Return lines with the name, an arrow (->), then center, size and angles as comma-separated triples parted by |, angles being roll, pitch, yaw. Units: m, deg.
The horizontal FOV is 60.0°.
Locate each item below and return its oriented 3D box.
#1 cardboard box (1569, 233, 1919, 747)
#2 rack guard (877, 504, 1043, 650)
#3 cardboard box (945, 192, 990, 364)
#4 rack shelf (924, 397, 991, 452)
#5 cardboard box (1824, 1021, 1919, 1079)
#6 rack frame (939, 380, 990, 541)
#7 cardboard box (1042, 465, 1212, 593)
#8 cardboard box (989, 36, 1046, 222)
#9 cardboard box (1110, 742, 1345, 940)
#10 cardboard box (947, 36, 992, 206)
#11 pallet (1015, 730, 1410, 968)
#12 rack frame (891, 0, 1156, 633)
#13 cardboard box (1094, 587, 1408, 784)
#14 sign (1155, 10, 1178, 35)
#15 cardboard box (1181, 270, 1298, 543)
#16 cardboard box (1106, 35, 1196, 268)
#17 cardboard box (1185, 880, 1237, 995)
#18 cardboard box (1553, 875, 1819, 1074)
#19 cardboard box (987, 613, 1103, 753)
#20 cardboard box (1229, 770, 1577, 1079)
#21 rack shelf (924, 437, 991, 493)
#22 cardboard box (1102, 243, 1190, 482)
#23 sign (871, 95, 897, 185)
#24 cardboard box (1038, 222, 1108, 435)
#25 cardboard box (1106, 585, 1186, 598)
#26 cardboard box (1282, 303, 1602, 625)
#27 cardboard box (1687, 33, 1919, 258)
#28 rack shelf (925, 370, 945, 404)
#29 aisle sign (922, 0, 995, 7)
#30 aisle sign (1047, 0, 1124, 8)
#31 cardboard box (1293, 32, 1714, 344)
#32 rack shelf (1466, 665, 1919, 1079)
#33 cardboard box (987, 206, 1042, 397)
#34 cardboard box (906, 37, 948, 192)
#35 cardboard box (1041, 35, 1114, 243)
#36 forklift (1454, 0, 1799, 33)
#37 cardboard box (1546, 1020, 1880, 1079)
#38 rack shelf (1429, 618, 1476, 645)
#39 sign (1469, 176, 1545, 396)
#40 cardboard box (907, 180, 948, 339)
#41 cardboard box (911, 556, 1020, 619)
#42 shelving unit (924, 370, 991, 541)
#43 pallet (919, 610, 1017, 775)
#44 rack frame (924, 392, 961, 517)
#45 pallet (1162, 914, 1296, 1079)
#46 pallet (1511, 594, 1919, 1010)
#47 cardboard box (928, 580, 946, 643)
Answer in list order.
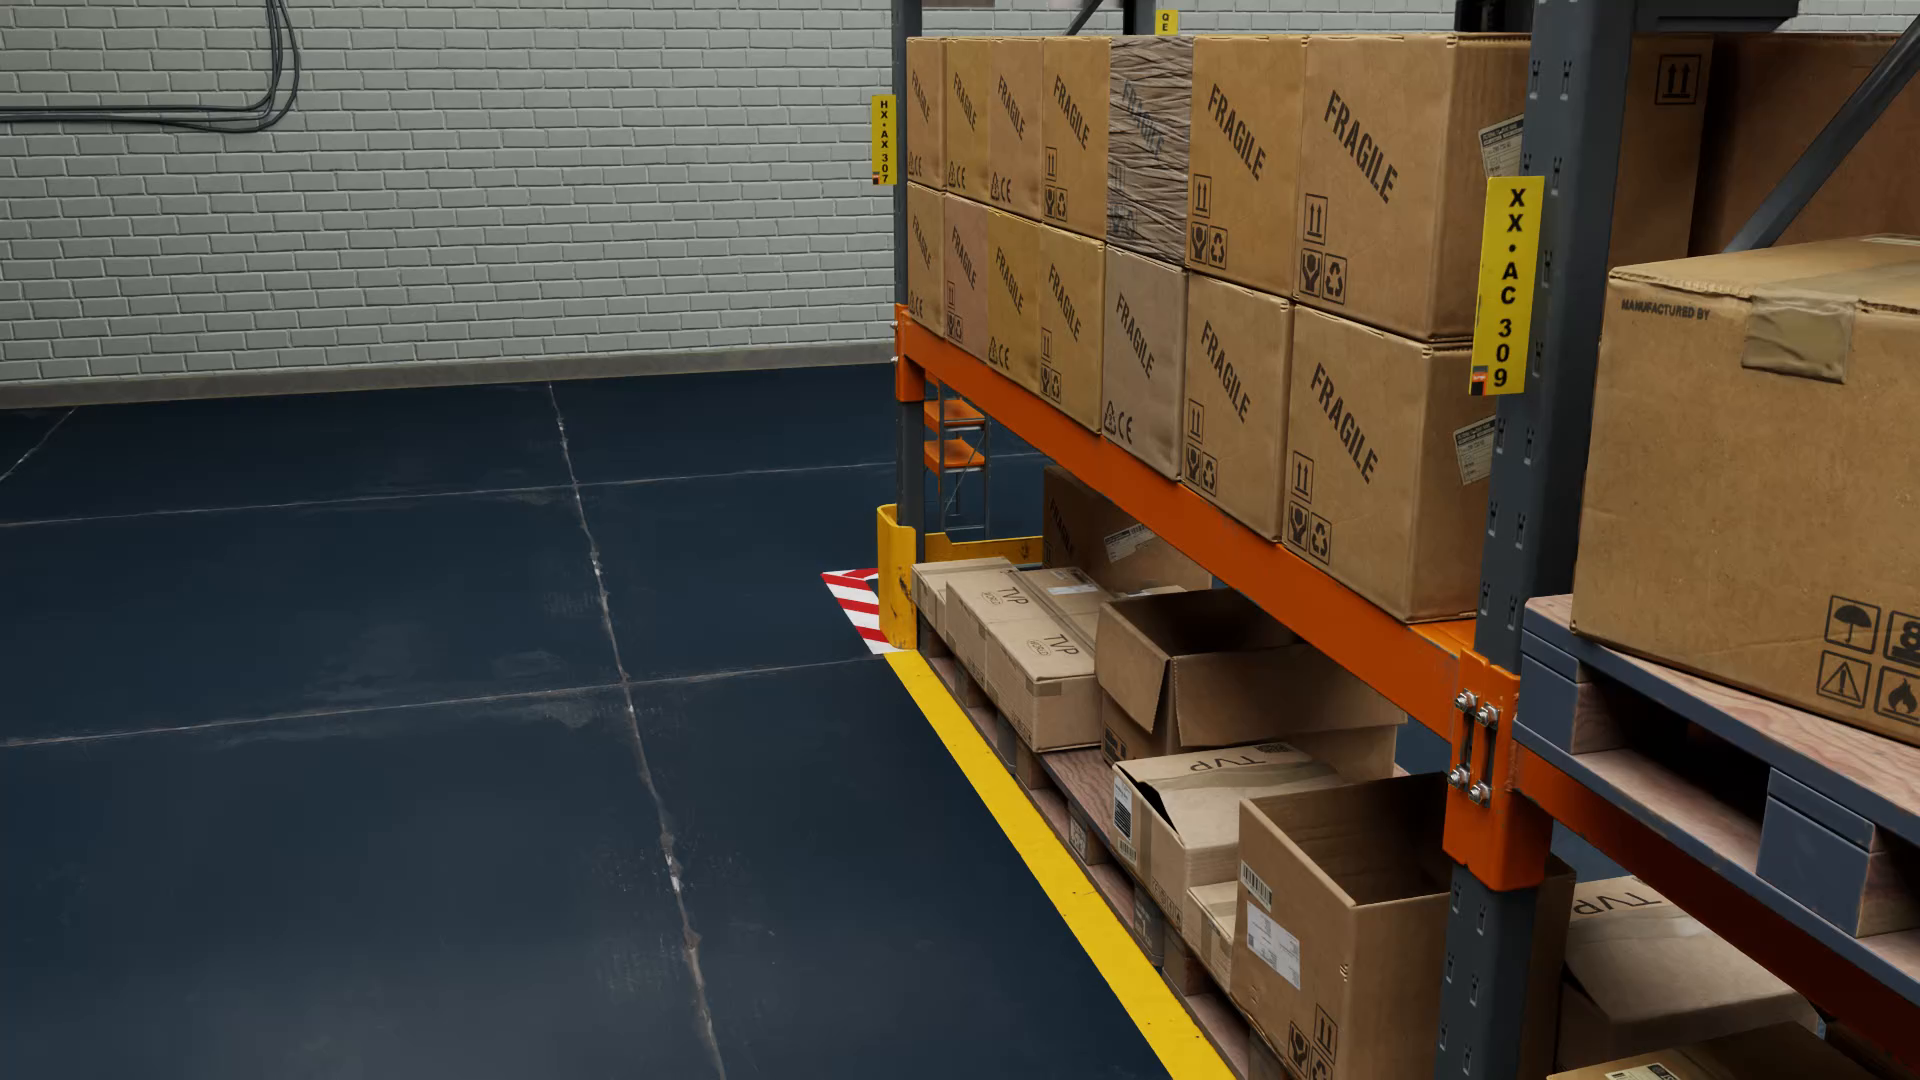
cardboard box -> 1.257, -0.110, 2.200 | 0.700, 0.500, 0.500 | -12, 20, -34
rack guard -> 0.264, 0.102, 6.743 | 1.175, 0.500, 0.348 | -5, 17, -15
cardboard box -> 0.258, -0.878, 5.487 | 0.500, 0.500, 0.500 | -5, 17, -16
rack shelf -> -0.045, -0.556, 7.951 | 0.258, 0.148, 0.480 | -5, 17, -15
cardboard box -> 1.753, 1.091, 2.687 | 0.500, 0.500, 0.500 | -5, 17, -16
rack frame -> 0.022, -0.553, 7.707 | 0.240, 1.200, 0.015 | -5, 17, -15
cardboard box -> 0.629, 0.001, 6.313 | 0.500, 0.500, 0.500 | -5, 17, -15
cardboard box -> 0.395, -1.216, 4.875 | 0.500, 0.500, 0.500 | -4, 17, -14
cardboard box -> 0.707, 0.725, 4.234 | 0.500, 0.311, 0.500 | -5, 17, -15
cardboard box -> 0.262, -1.355, 5.337 | 0.500, 0.500, 0.500 | -5, 17, -15
pallet -> 0.816, 0.798, 4.929 | 1.003, 0.211, 1.213 | -5, 17, -15
rack frame -> 0.243, -1.116, 6.453 | 1.000, 3.000, 0.127 | -5, 17, -15
cardboard box -> 0.821, 0.456, 4.794 | 0.797, 0.503, 0.637 | -5, 17, -15
sign -> 0.782, -1.860, 6.368 | 0.100, 0.325, 0.005 | -5, 17, -15
cardboard box -> 0.815, -0.318, 3.622 | 0.500, 0.500, 0.500 | -4, 17, -14
cardboard box -> 0.673, -0.937, 3.944 | 0.500, 0.500, 0.500 | -5, 17, -15
cardboard box -> 0.752, 0.911, 3.896 | 0.380, 0.149, 0.250 | -5, 17, -15
cardboard box -> 1.435, 0.934, 3.536 | 0.500, 0.311, 0.500 | -5, 17, -15
cardboard box -> 0.395, 0.440, 5.289 | 0.500, 0.250, 0.500 | -5, 17, -15
cardboard box -> 0.913, 0.842, 3.516 | 0.500, 0.500, 0.500 | -5, 17, -15
rack shelf -> -0.045, -0.366, 8.008 | 0.258, 0.148, 0.480 | -5, 17, -15
cardboard box -> 0.672, -0.460, 4.095 | 0.500, 0.500, 0.500 | -4, 17, -14
sign -> -0.279, -1.488, 6.185 | 0.100, 0.325, 0.005 | -5, 17, -15
cardboard box -> 0.529, -0.600, 4.563 | 0.500, 0.500, 0.500 | -4, 17, -15
cardboard box -> 0.654, 0.280, 5.965 | 0.380, 0.166, 0.250 | -5, 17, -15
cardboard box -> 0.958, -0.175, 3.148 | 0.500, 0.500, 0.500 | -4, 17, -14
cardboard box -> 1.483, -0.689, 3.119 | 0.500, 0.500, 0.500 | -4, 17, -14
rack shelf -> -0.045, -0.770, 7.887 | 0.258, 0.148, 0.480 | -5, 17, -15
aisle sign -> -0.058, -2.357, 6.064 | 0.394, 0.787, 0.004 | -5, 17, -15
aisle sign -> 0.519, -2.404, 6.222 | 0.394, 0.787, 0.004 | -5, 17, -15
cardboard box -> 0.954, -0.656, 3.009 | 0.500, 0.500, 0.500 | -5, 17, -15
rack shelf -> 1.892, 0.888, 1.031 | 1.077, 0.370, 4.000 | -5, 17, -15
cardboard box -> 0.393, -0.739, 5.024 | 0.500, 0.500, 0.500 | -5, 17, -15
cardboard box -> 0.111, -1.499, 5.817 | 0.500, 0.500, 0.500 | -4, 17, -14
cardboard box -> 0.536, -1.076, 4.408 | 0.500, 0.500, 0.500 | -5, 17, -16
forklift -> 3.120, -1.522, 7.925 | 3.031, 2.935, 1.130 | -2, 17, -7
cardboard box -> 1.241, 1.130, 2.556 | 0.500, 0.500, 0.500 | -6, 18, -18
rack shelf -> 0.793, -0.312, 4.687 | 0.919, 0.124, 3.809 | -5, 17, -15
sign -> 0.823, -0.379, 2.495 | 0.100, 0.325, 0.005 | -5, 17, -15
cardboard box -> 0.111, -1.020, 5.960 | 0.500, 0.500, 0.500 | -4, 17, -14
cardboard box -> 0.028, 0.182, 6.324 | 0.380, 0.149, 0.250 | -5, 17, -15
shelving unit -> -0.045, -0.620, 7.932 | 0.258, 1.200, 0.503 | -5, 17, -15
pallet -> 0.484, 0.461, 6.050 | 1.003, 0.211, 1.213 | -5, 17, -15
rack frame -> -0.113, -0.688, 8.157 | 0.240, 1.200, 0.015 | -5, 17, -15
pallet -> 1.154, 1.136, 3.803 | 1.003, 0.211, 1.213 | -5, 17, -15
pallet -> 1.457, 0.312, 2.033 | 1.003, 0.211, 1.213 | -5, 17, -15
cardboard box -> 0.096, 0.243, 6.091 | 0.380, 0.166, 0.250 | -5, 17, -15
